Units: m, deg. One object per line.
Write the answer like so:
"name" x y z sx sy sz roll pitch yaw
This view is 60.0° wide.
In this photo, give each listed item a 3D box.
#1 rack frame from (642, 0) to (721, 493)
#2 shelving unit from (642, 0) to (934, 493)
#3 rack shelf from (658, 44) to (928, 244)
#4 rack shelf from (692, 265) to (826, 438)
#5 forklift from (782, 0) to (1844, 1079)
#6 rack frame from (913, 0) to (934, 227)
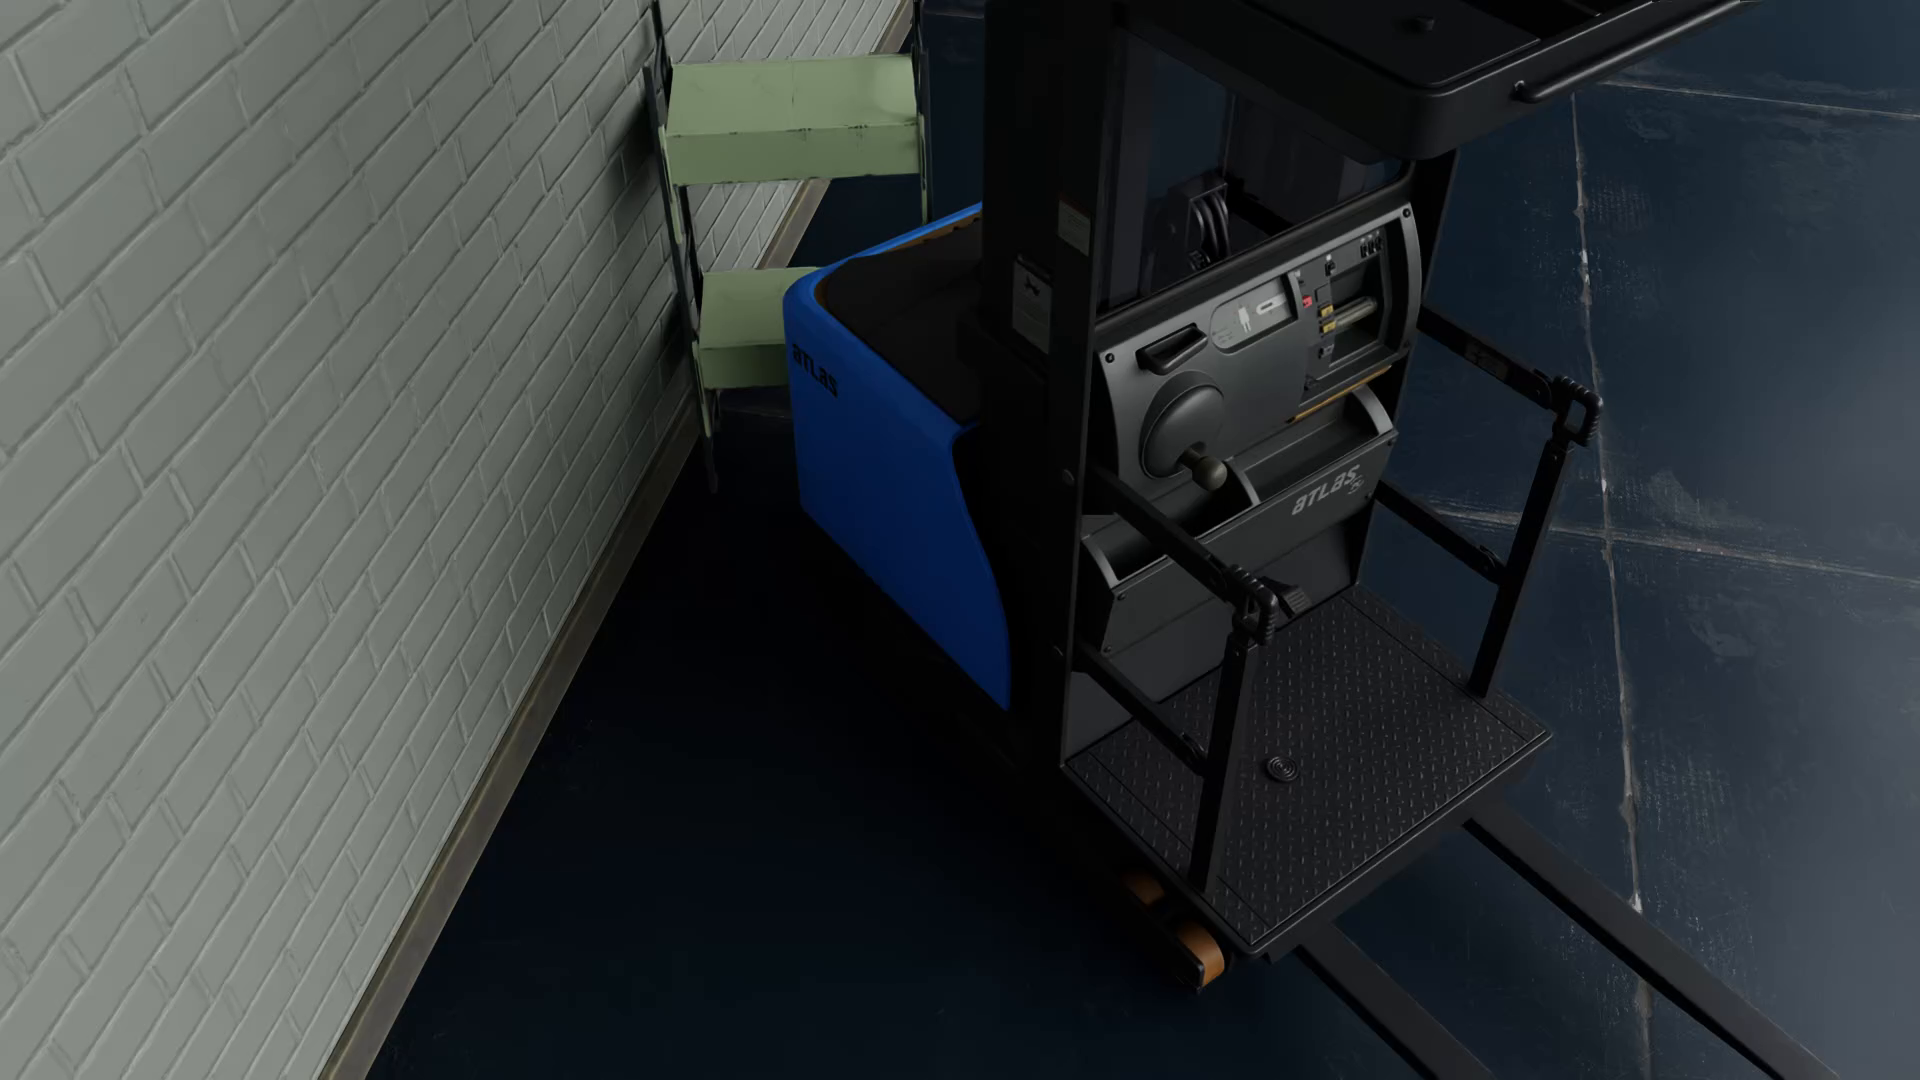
"rack frame" -0.827 -0.834 5.032 0.023 1.500 0.400 -4 43 -2
"shelving unit" -0.462 -0.856 5.047 0.755 1.500 0.431 -4 43 -2
"rack shelf" -0.469 -1.140 4.779 0.720 0.370 0.431 -4 43 -2
"rack shelf" -0.457 -0.619 5.271 0.720 0.370 0.431 -4 43 -2
"forklift" 0.799 -0.347 3.497 1.130 2.935 3.031 -28 50 -26
"rack frame" -0.097 -0.879 5.062 0.023 1.500 0.400 -4 43 -2
